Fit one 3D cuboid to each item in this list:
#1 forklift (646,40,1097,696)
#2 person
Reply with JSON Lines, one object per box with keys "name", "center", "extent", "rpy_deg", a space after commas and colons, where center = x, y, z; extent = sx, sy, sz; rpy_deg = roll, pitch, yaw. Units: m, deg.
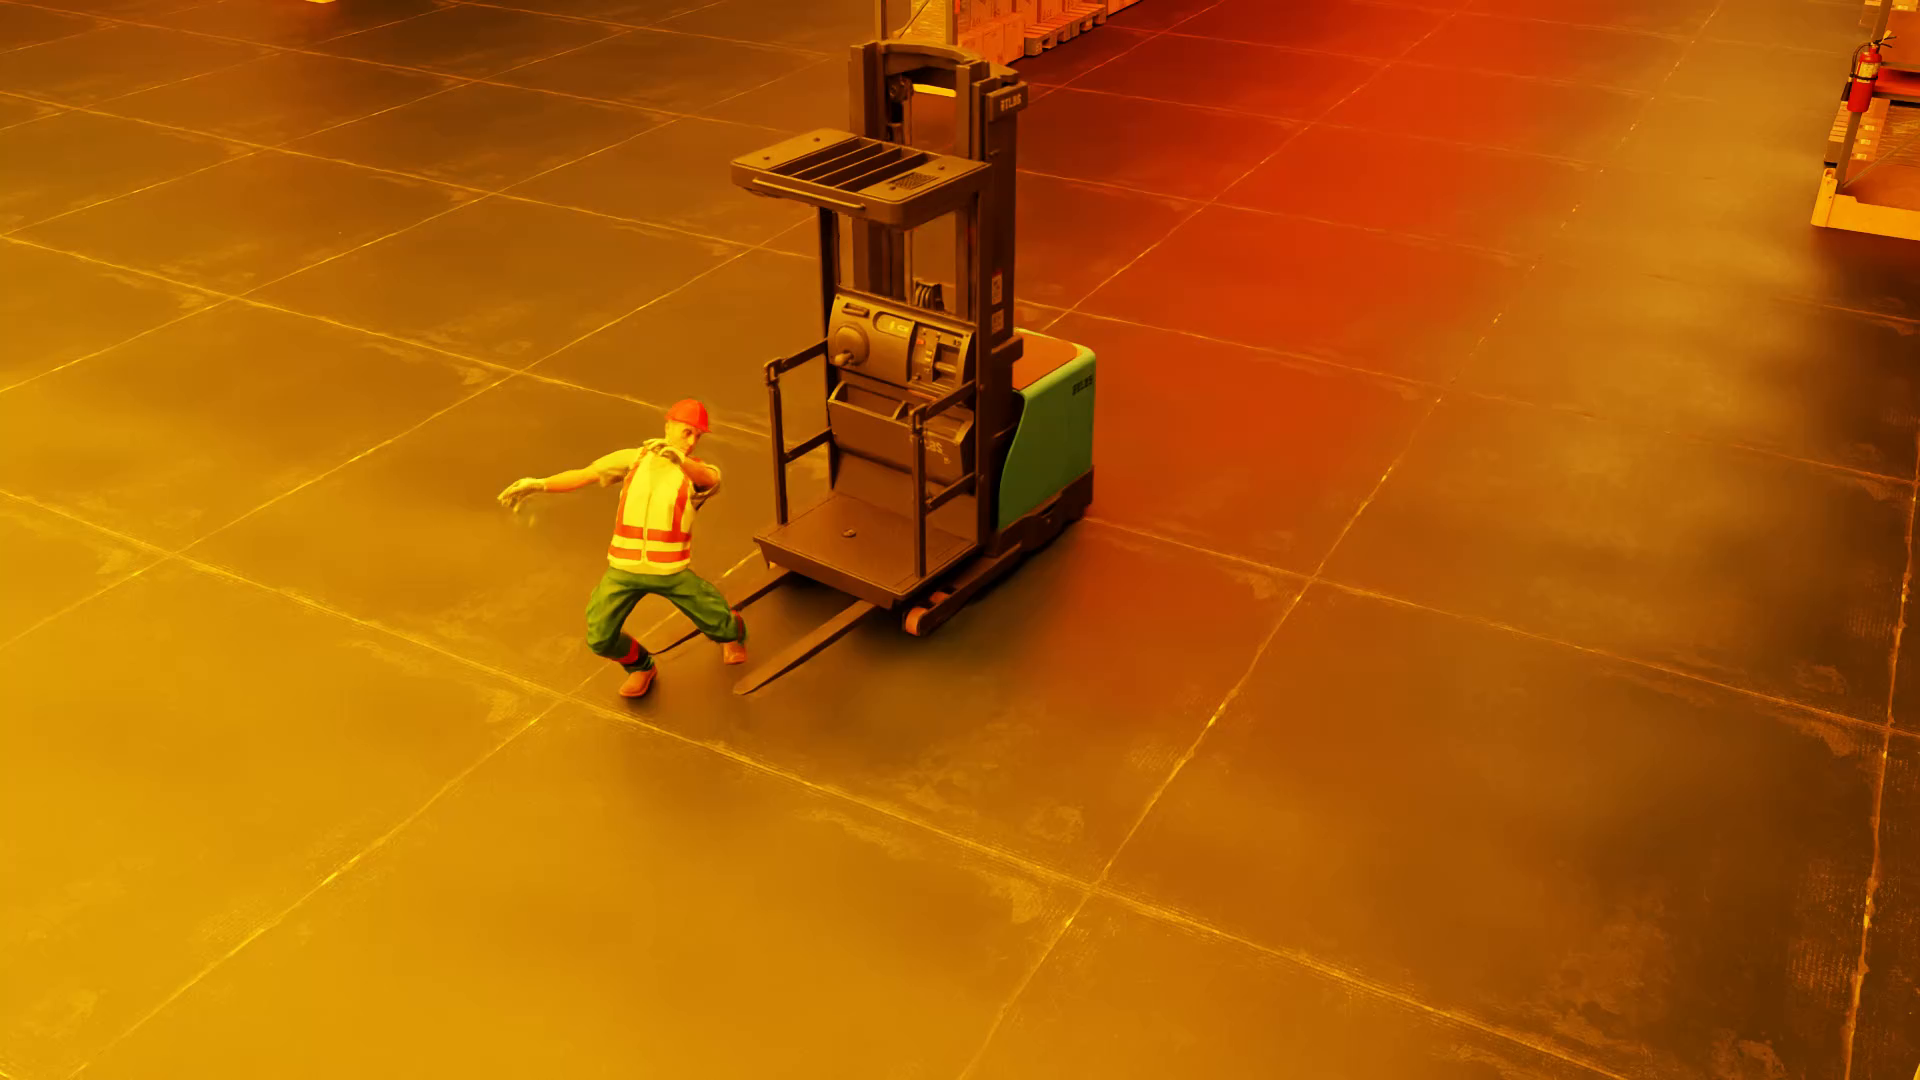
{"name": "forklift", "center": [-0.454, -1.016, 8.832], "extent": [1.130, 2.935, 3.031], "rpy_deg": [20, 36, 31]}
{"name": "person", "center": [-1.656, 0.068, 8.262], "extent": [1.105, 1.568, 0.725], "rpy_deg": [-1, 30, -1]}
